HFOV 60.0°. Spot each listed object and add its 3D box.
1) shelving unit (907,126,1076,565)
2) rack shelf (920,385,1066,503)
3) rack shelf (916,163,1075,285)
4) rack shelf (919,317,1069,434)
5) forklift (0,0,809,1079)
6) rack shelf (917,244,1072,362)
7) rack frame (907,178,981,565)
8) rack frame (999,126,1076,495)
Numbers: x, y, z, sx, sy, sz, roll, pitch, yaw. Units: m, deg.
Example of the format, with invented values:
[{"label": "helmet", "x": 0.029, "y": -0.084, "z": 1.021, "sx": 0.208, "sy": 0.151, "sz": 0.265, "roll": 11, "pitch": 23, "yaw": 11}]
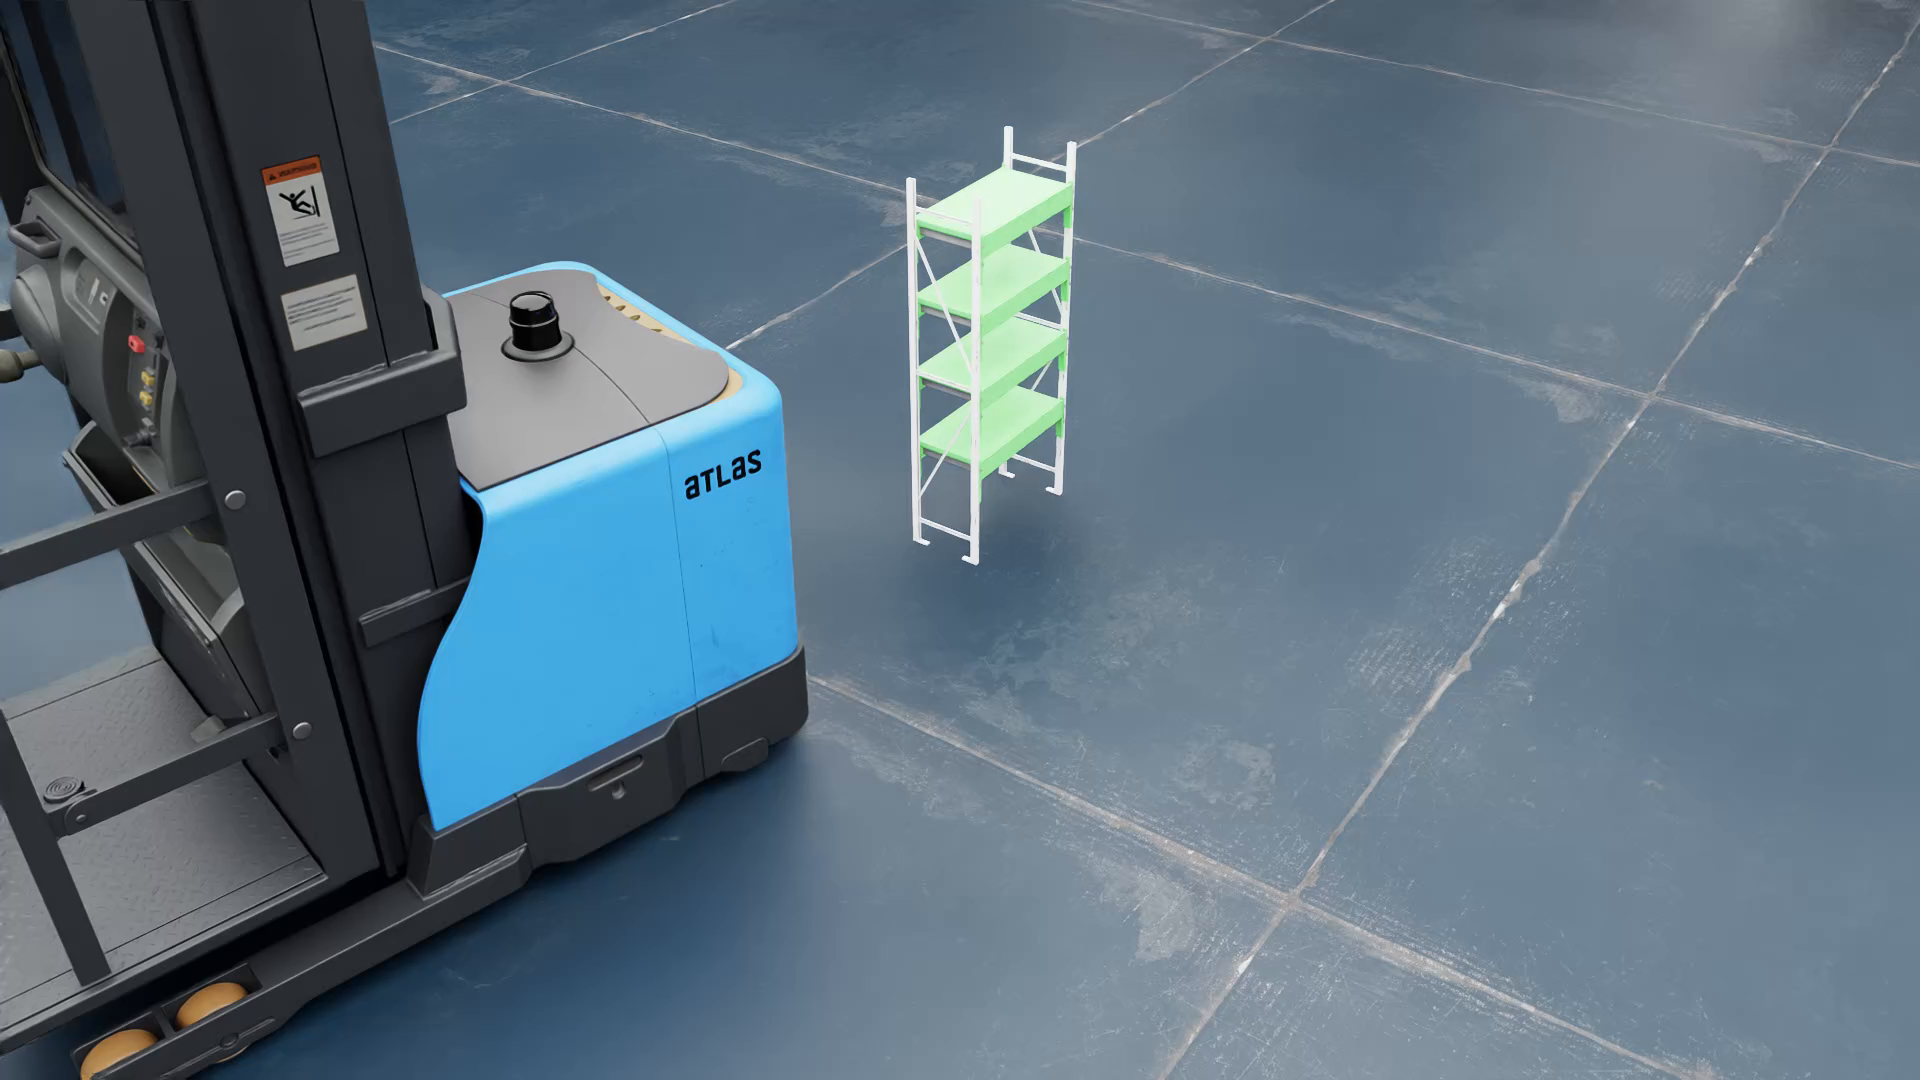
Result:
[{"label": "shelving unit", "x": 0.094, "y": -0.573, "z": 5.027, "sx": 0.258, "sy": 1.200, "sz": 0.503, "roll": 21, "pitch": 39, "yaw": 28}, {"label": "rack shelf", "x": 0.094, "y": -0.321, "z": 5.197, "sx": 0.258, "sy": 0.148, "sz": 0.480, "roll": 21, "pitch": 39, "yaw": 28}, {"label": "rack shelf", "x": 0.094, "y": -0.918, "z": 4.793, "sx": 0.258, "sy": 0.148, "sz": 0.480, "roll": 21, "pitch": 39, "yaw": 28}, {"label": "rack shelf", "x": 0.094, "y": -0.520, "z": 5.062, "sx": 0.258, "sy": 0.148, "sz": 0.480, "roll": 21, "pitch": 39, "yaw": 28}, {"label": "forklift", "x": -1.851, "y": -0.353, "z": 3.156, "sx": 3.031, "sy": 2.935, "sz": 1.130, "roll": -26, "pitch": 42, "yaw": -33}, {"label": "rack shelf", "x": 0.094, "y": -0.719, "z": 4.928, "sx": 0.258, "sy": 0.148, "sz": 0.480, "roll": 21, "pitch": 39, "yaw": 28}, {"label": "rack frame", "x": -0.045, "y": -0.461, "z": 4.860, "sx": 0.240, "sy": 1.200, "sz": 0.015, "roll": 21, "pitch": 39, "yaw": 28}, {"label": "rack frame", "x": 0.234, "y": -0.685, "z": 5.193, "sx": 0.240, "sy": 1.200, "sz": 0.015, "roll": 21, "pitch": 39, "yaw": 28}]
